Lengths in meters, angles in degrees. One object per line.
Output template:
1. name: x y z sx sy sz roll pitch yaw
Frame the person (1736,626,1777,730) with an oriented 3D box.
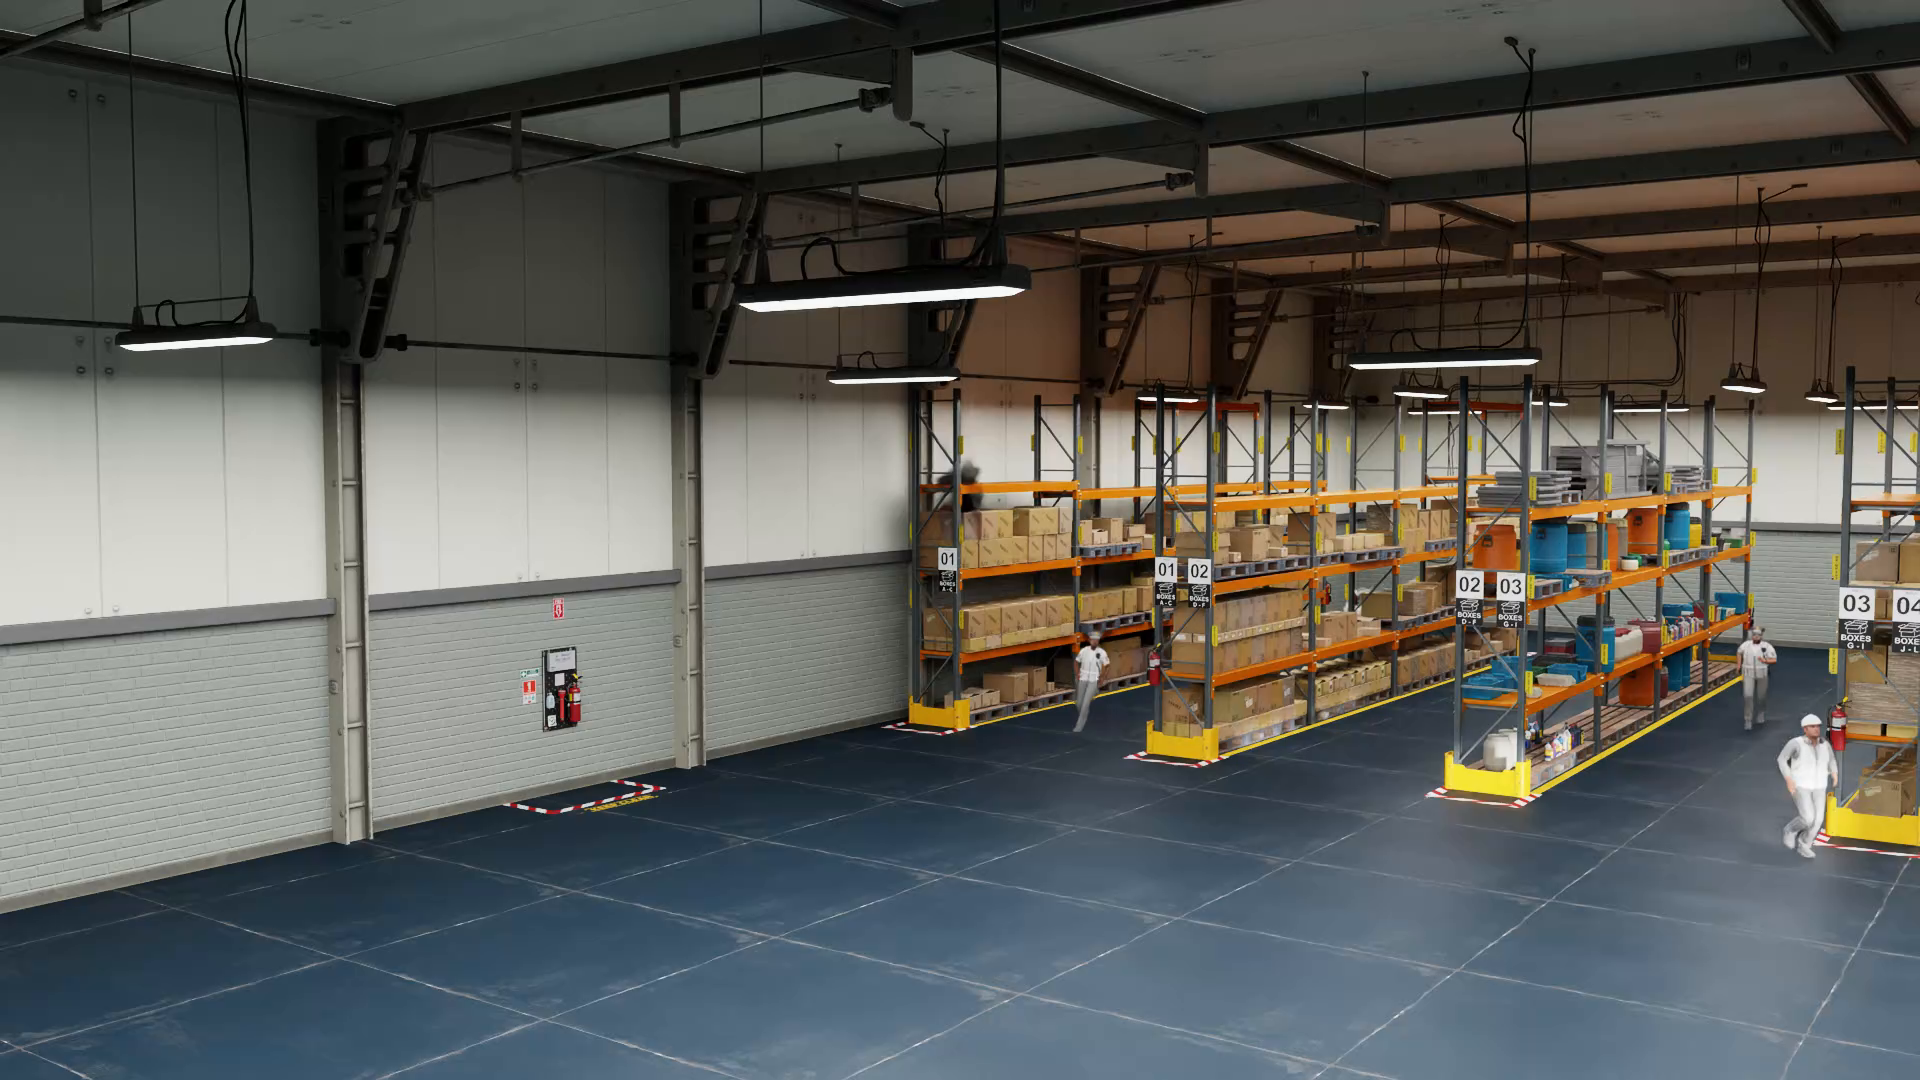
1. person: 14.107 2.416 29.475 0.656 1.796 0.935 2 4 27

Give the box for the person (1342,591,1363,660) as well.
1. person: 8.723 2.009 36.840 0.683 1.789 0.981 2 4 33

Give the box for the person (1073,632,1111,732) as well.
1. person: 2.190 2.335 27.550 0.619 1.658 0.562 1 3 12

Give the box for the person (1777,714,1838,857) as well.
1. person: 10.344 2.987 20.221 0.677 1.739 0.580 0 3 -4
